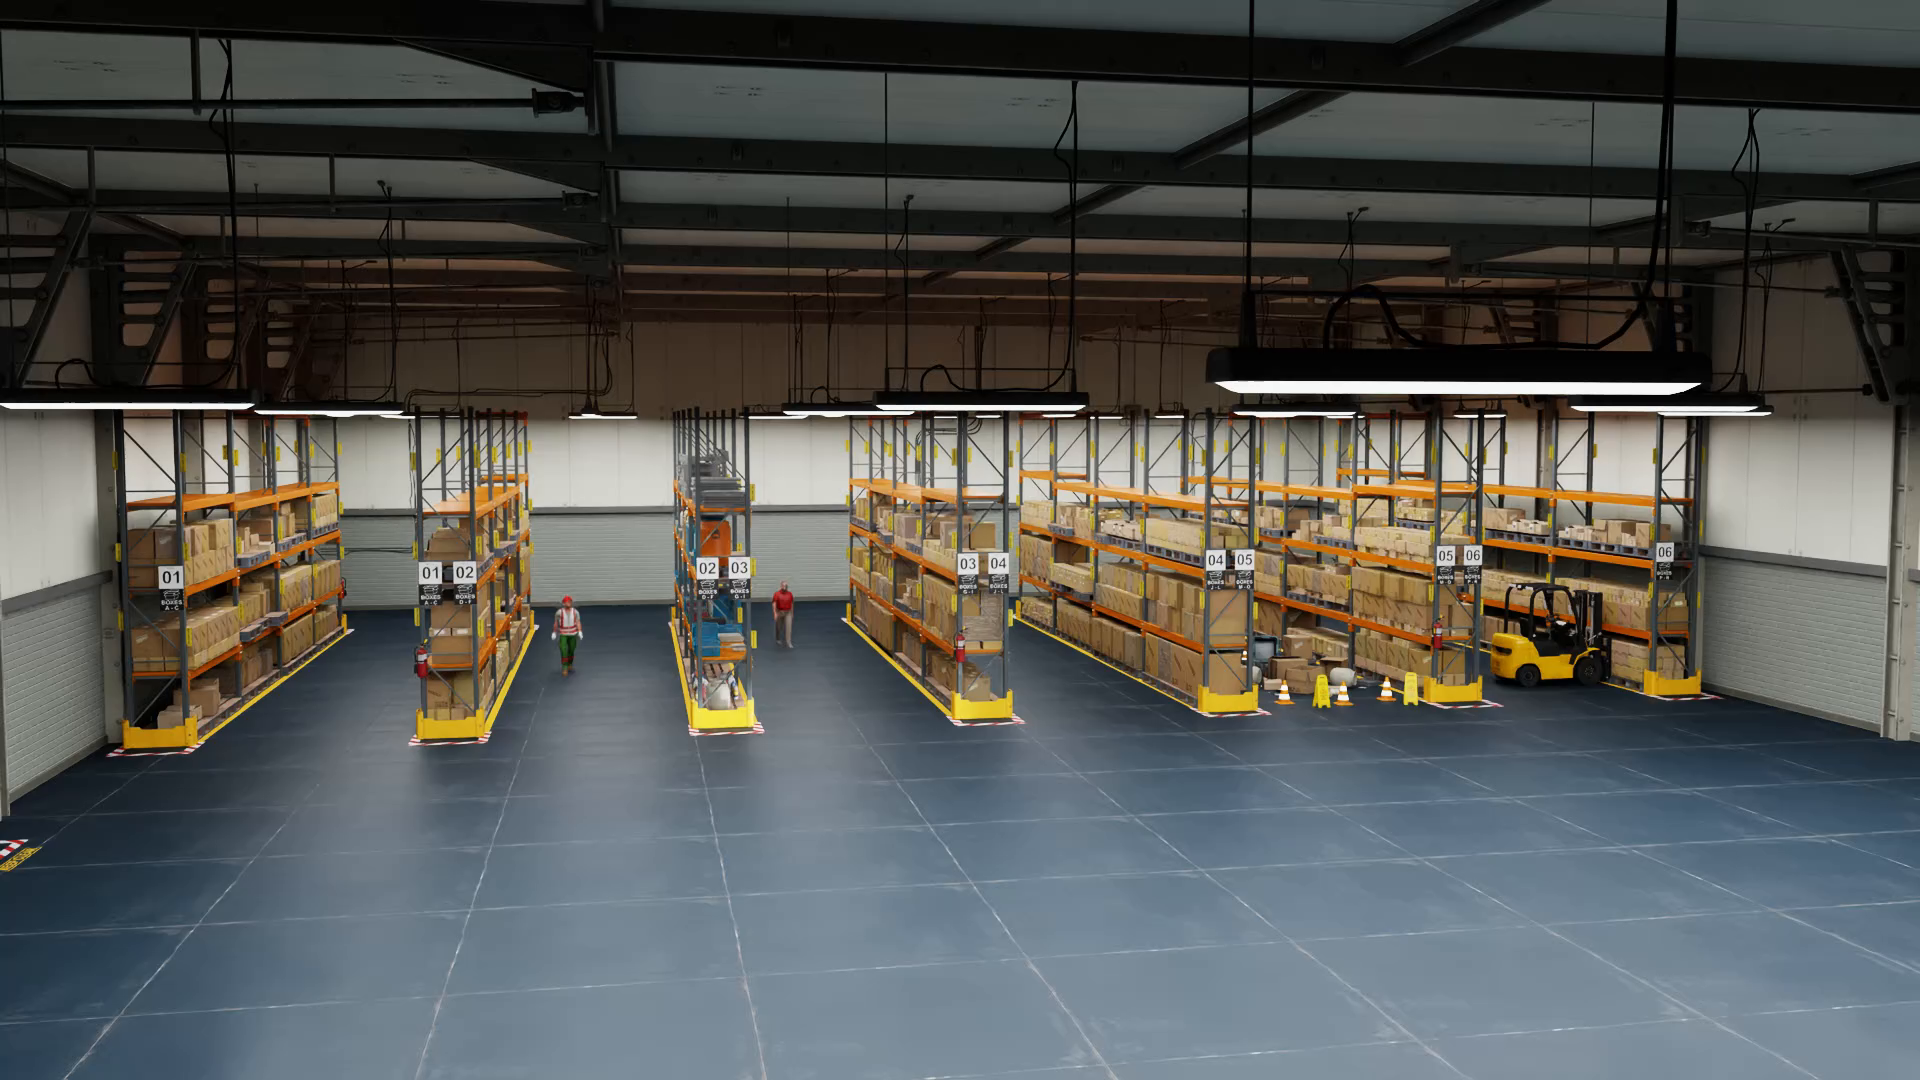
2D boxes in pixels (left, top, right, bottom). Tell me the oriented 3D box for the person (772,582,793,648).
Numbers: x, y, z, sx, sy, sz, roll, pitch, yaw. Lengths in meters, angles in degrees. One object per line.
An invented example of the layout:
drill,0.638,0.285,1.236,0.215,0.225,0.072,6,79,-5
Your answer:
person,-4.474,1.884,42.122,0.568,1.663,1.099,-1,4,-15

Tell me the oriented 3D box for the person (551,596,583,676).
person,-8.915,2.145,37.754,0.663,1.738,1.025,-1,4,-20
